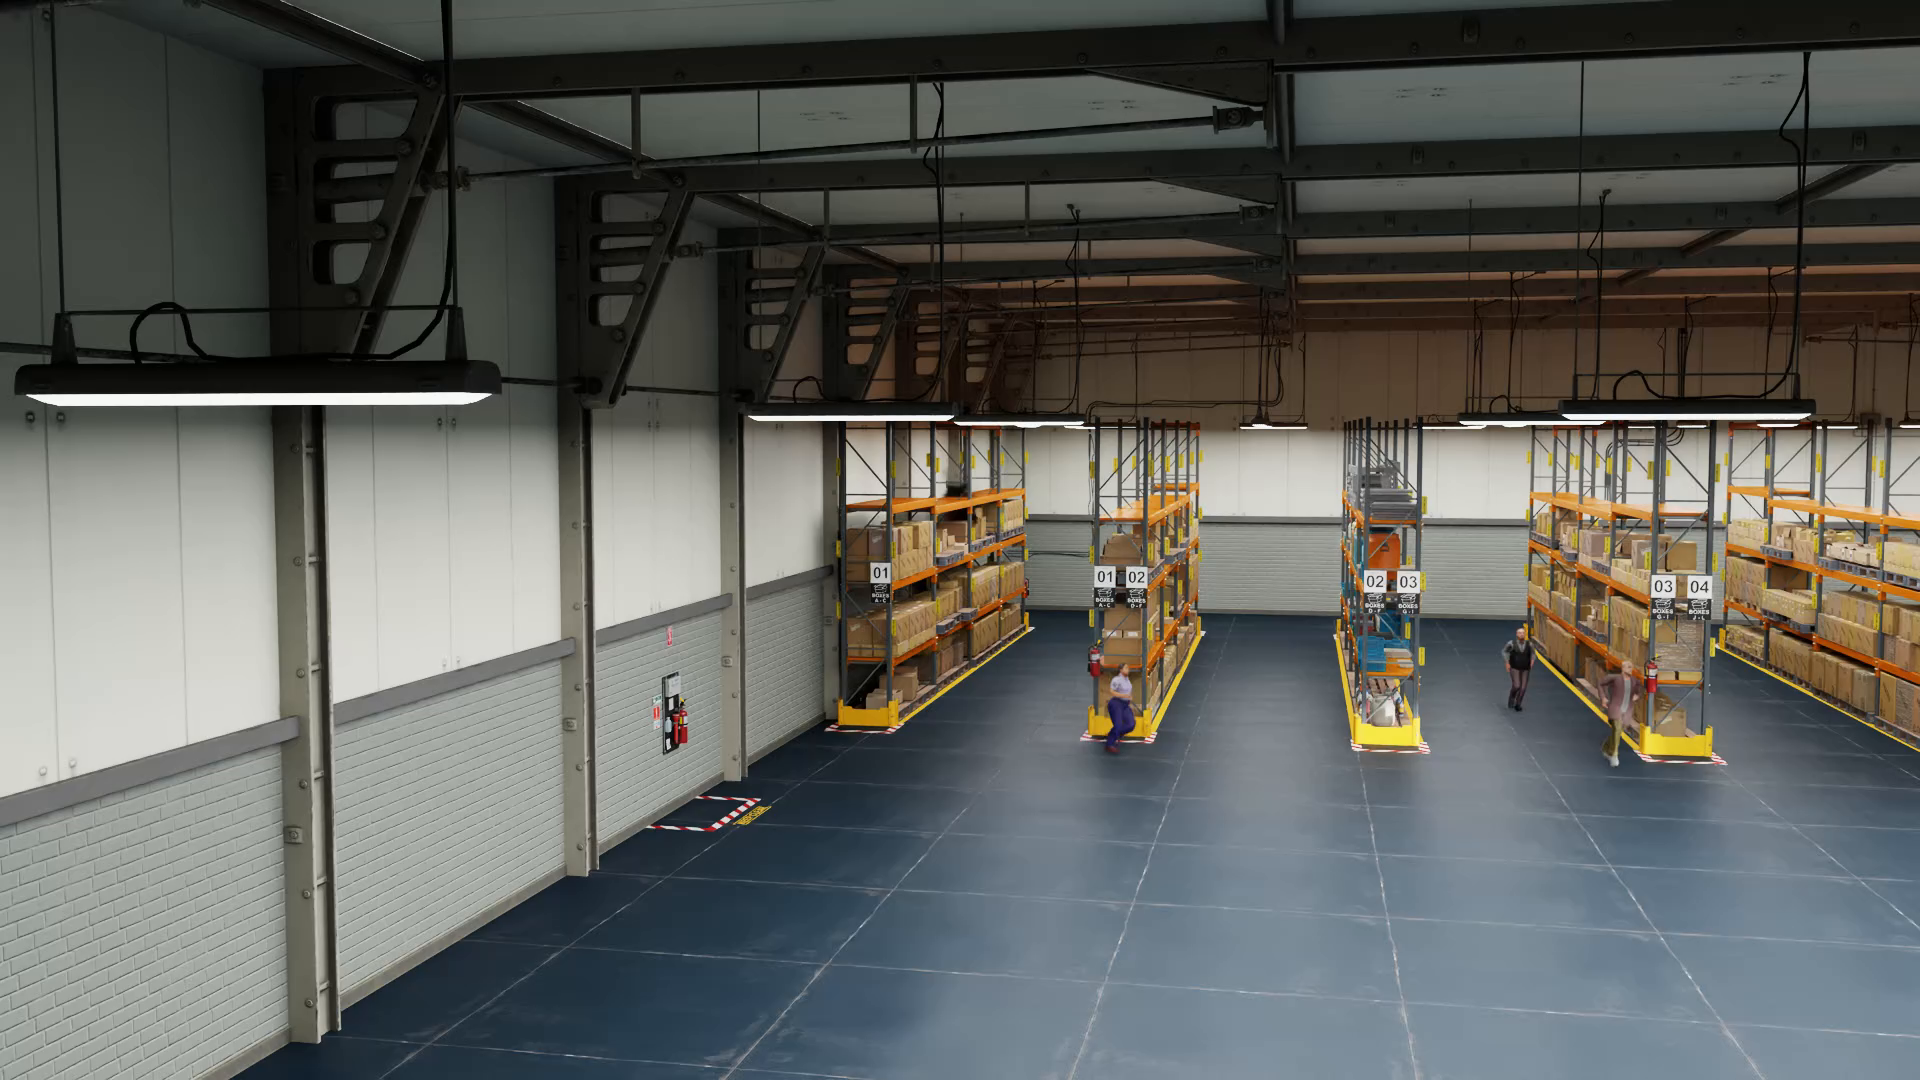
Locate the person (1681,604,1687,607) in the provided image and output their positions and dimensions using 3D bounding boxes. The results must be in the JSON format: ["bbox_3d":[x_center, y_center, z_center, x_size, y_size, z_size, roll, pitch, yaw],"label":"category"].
[{"bbox_3d":[18.667,2.133,42.627,0.506,1.647,0.700,1,4,10],"label":"person"}]

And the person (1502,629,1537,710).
[{"bbox_3d":[11.500,2.661,34.096,0.667,1.688,0.601,0,4,2],"label":"person"}]

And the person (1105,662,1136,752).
[{"bbox_3d":[2.936,2.992,29.800,0.559,1.594,0.606,3,5,41],"label":"person"}]

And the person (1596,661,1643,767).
[{"bbox_3d":[11.459,2.966,28.760,0.741,1.754,0.976,0,4,-5],"label":"person"}]
